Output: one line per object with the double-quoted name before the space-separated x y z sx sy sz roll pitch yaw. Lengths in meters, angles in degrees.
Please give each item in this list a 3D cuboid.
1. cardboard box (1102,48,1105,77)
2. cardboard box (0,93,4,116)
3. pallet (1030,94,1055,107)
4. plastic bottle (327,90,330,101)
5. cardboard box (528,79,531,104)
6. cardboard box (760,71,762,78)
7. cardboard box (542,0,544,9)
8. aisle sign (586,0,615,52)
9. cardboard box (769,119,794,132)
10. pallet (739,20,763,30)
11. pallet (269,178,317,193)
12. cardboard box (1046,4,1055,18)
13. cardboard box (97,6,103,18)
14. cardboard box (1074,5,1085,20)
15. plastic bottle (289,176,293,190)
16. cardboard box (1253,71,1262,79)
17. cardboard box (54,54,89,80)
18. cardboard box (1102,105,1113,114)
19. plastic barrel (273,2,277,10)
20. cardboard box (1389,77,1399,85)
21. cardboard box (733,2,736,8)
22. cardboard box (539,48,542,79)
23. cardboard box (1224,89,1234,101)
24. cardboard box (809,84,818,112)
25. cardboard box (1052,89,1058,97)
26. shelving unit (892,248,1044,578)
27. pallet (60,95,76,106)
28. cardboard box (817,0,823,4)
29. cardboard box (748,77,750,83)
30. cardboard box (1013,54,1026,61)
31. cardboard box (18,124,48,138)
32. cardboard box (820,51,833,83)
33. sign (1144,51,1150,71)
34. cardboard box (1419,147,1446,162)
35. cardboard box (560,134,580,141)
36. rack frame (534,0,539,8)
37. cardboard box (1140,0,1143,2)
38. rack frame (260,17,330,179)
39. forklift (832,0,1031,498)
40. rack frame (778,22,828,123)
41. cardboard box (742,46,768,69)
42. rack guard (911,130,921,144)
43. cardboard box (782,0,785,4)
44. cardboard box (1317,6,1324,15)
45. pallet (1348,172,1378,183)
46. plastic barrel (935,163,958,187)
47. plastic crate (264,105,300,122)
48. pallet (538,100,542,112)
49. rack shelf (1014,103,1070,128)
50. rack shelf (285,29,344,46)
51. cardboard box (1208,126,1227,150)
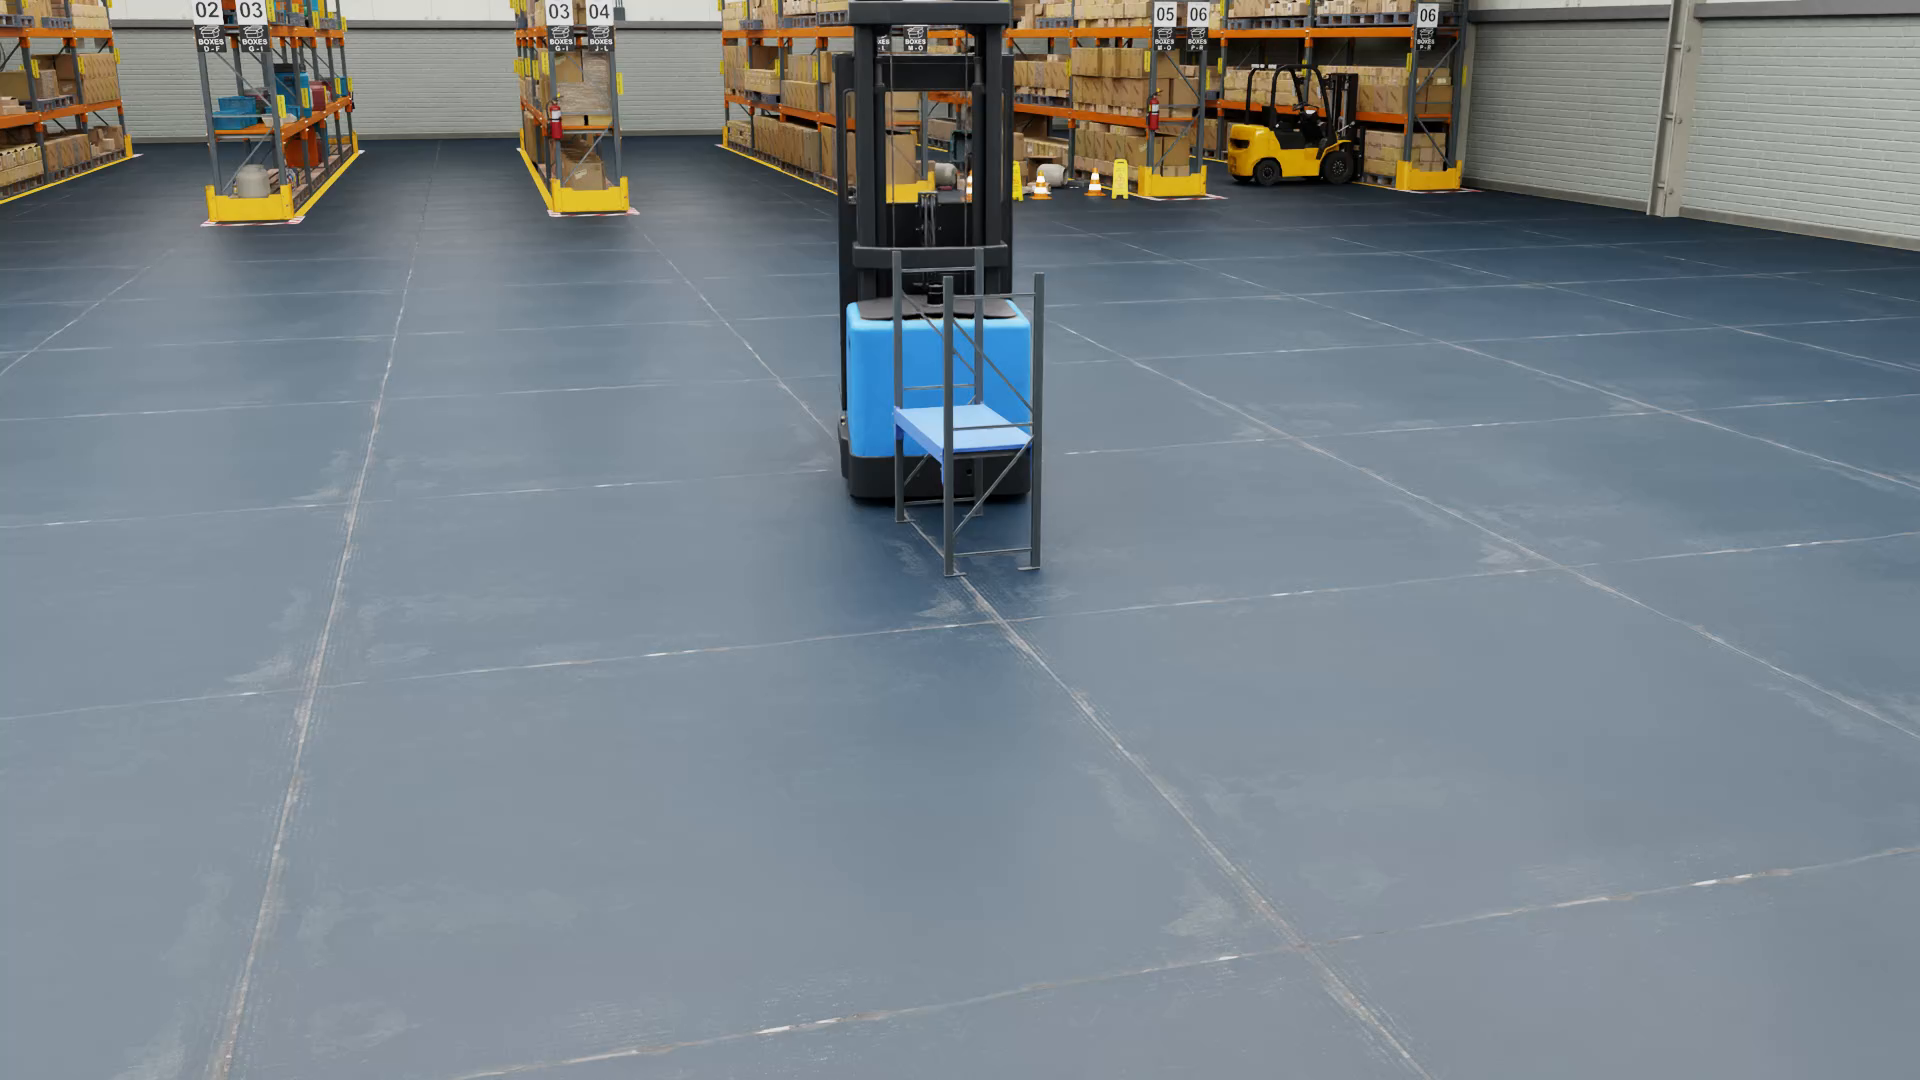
"cardboard box" 2.982 -8.639 30.070 0.700 0.500 0.500 -5 17 -16
"cardboard box" -17.069 -7.656 29.051 0.500 0.500 0.500 -6 18 -18
"pallet" 2.092 -9.000 34.034 1.003 0.211 1.213 -5 17 -15
"plastic bottle" -13.355 -9.368 35.128 0.061 0.283 0.133 -5 17 -15
"cardboard box" -8.671 -9.299 34.523 0.500 0.500 0.500 -5 18 -17
"cardboard box" -4.075 -9.965 35.585 0.380 0.149 0.250 -5 17 -15
"cardboard box" -6.337 -8.396 26.043 0.380 0.149 0.250 -5 18 -18
"aisle sign" -5.516 -7.892 25.491 0.394 0.787 0.004 -5 17 -15
"cardboard box" -3.812 -8.887 35.637 0.500 0.250 0.500 -4 17 -14
"pallet" -4.255 -11.491 37.105 1.213 0.211 1.003 -5 17 -15
"pallet" -11.936 -6.234 29.337 1.003 0.211 1.213 -5 17 -15
"cardboard box" 2.035 -10.527 33.101 0.500 0.250 0.500 -4 17 -15
"cardboard box" -19.220 -11.628 36.625 0.500 0.250 0.500 -5 17 -15
"cardboard box" 2.466 -9.894 31.205 0.500 0.250 0.500 -5 17 -16
"plastic bottle" -10.904 -5.801 27.028 0.097 0.271 0.097 0 17 0
"cardboard box" 6.449 -9.921 35.464 0.380 0.149 0.250 -4 17 -14
"cardboard box" -18.504 -9.856 34.639 0.500 0.500 0.500 -4 17 -14
"cardboard box" 2.825 -7.875 30.391 0.380 0.149 0.250 -5 17 -15
"plastic barrel" -12.391 -9.517 29.335 0.600 0.901 0.708 -5 17 -15
"cardboard box" 8.015 -8.318 30.127 0.380 0.149 0.250 -4 17 -14
"cardboard box" -5.141 -12.608 39.195 0.380 0.149 0.250 -5 17 -16
"cardboard box" -6.902 -8.133 28.384 0.500 0.500 0.500 -5 17 -15
"cardboard box" 6.167 -9.816 36.677 0.500 0.250 0.500 -5 17 -15
"cardboard box" -2.524 -8.282 31.135 0.500 0.500 0.500 -5 17 -16
"cardboard box" 2.040 -8.874 32.987 0.380 0.149 0.250 -5 17 -16
"shelving unit" 0.023 -0.695 8.658 0.538 1.500 1.048 -5 17 -15
"pallet" -18.530 -8.856 33.553 1.003 0.211 1.213 -5 17 -15
"cardboard box" -2.259 -9.709 29.688 0.500 0.250 0.500 -5 17 -15
"cardboard box" -4.512 -10.259 37.079 0.380 0.149 0.250 -4 17 -14
"cardboard box" 1.115 -10.285 36.067 0.500 0.500 0.500 -5 17 -17
"cardboard box" -18.471 -8.120 33.048 0.500 0.250 0.500 -5 17 -15
"cardboard box" -2.055 -8.595 30.213 0.875 0.550 0.550 -5 17 -15
"sign" 3.168 -8.091 28.112 0.100 0.325 0.005 -5 17 -15
"cardboard box" 8.549 -7.087 30.512 0.500 0.250 0.500 -4 17 -14
"cardboard box" -7.651 -7.897 32.304 0.500 0.250 0.500 -3 17 -9
"rack frame" -6.920 -10.620 28.664 1.000 3.000 0.127 -5 17 -15
"cardboard box" 3.297 -9.266 28.423 0.380 0.149 0.250 -4 17 -14
"rack frame" -12.782 -8.461 31.906 1.000 3.000 0.127 -5 17 -15
"forklift" -0.239 -2.020 10.582 1.130 2.935 3.031 -2 17 -5
"rack frame" -3.223 -9.217 34.422 1.000 3.000 0.127 -5 17 -15
"cardboard box" -4.711 -11.101 38.266 0.500 0.500 0.500 -5 18 -17
"rack guard" -0.696 -10.659 43.567 1.175 0.500 0.348 -5 17 -15
"cardboard box" -3.584 -11.160 34.171 0.396 0.266 0.258 -5 17 -15
"cardboard box" 7.211 -10.341 32.481 0.380 0.149 0.250 -4 17 -14
"pallet" 7.897 -7.027 31.977 1.003 0.211 1.213 -5 17 -15
"plastic barrel" -0.337 -6.684 30.469 0.512 0.421 0.421 7 18 23
"plastic crate" -11.118 -6.999 27.297 0.499 0.251 0.616 -5 17 -15
"pallet" -7.436 -8.217 31.426 1.003 0.211 1.213 -5 17 -15
"rack shelf" 2.058 -8.739 34.080 1.077 0.370 4.000 -5 17 -15
"rack shelf" -14.431 -11.213 37.103 1.077 0.370 4.000 -5 17 -15
"cardboard box" 5.957 -9.134 37.760 0.500 0.500 0.500 -4 17 -14
